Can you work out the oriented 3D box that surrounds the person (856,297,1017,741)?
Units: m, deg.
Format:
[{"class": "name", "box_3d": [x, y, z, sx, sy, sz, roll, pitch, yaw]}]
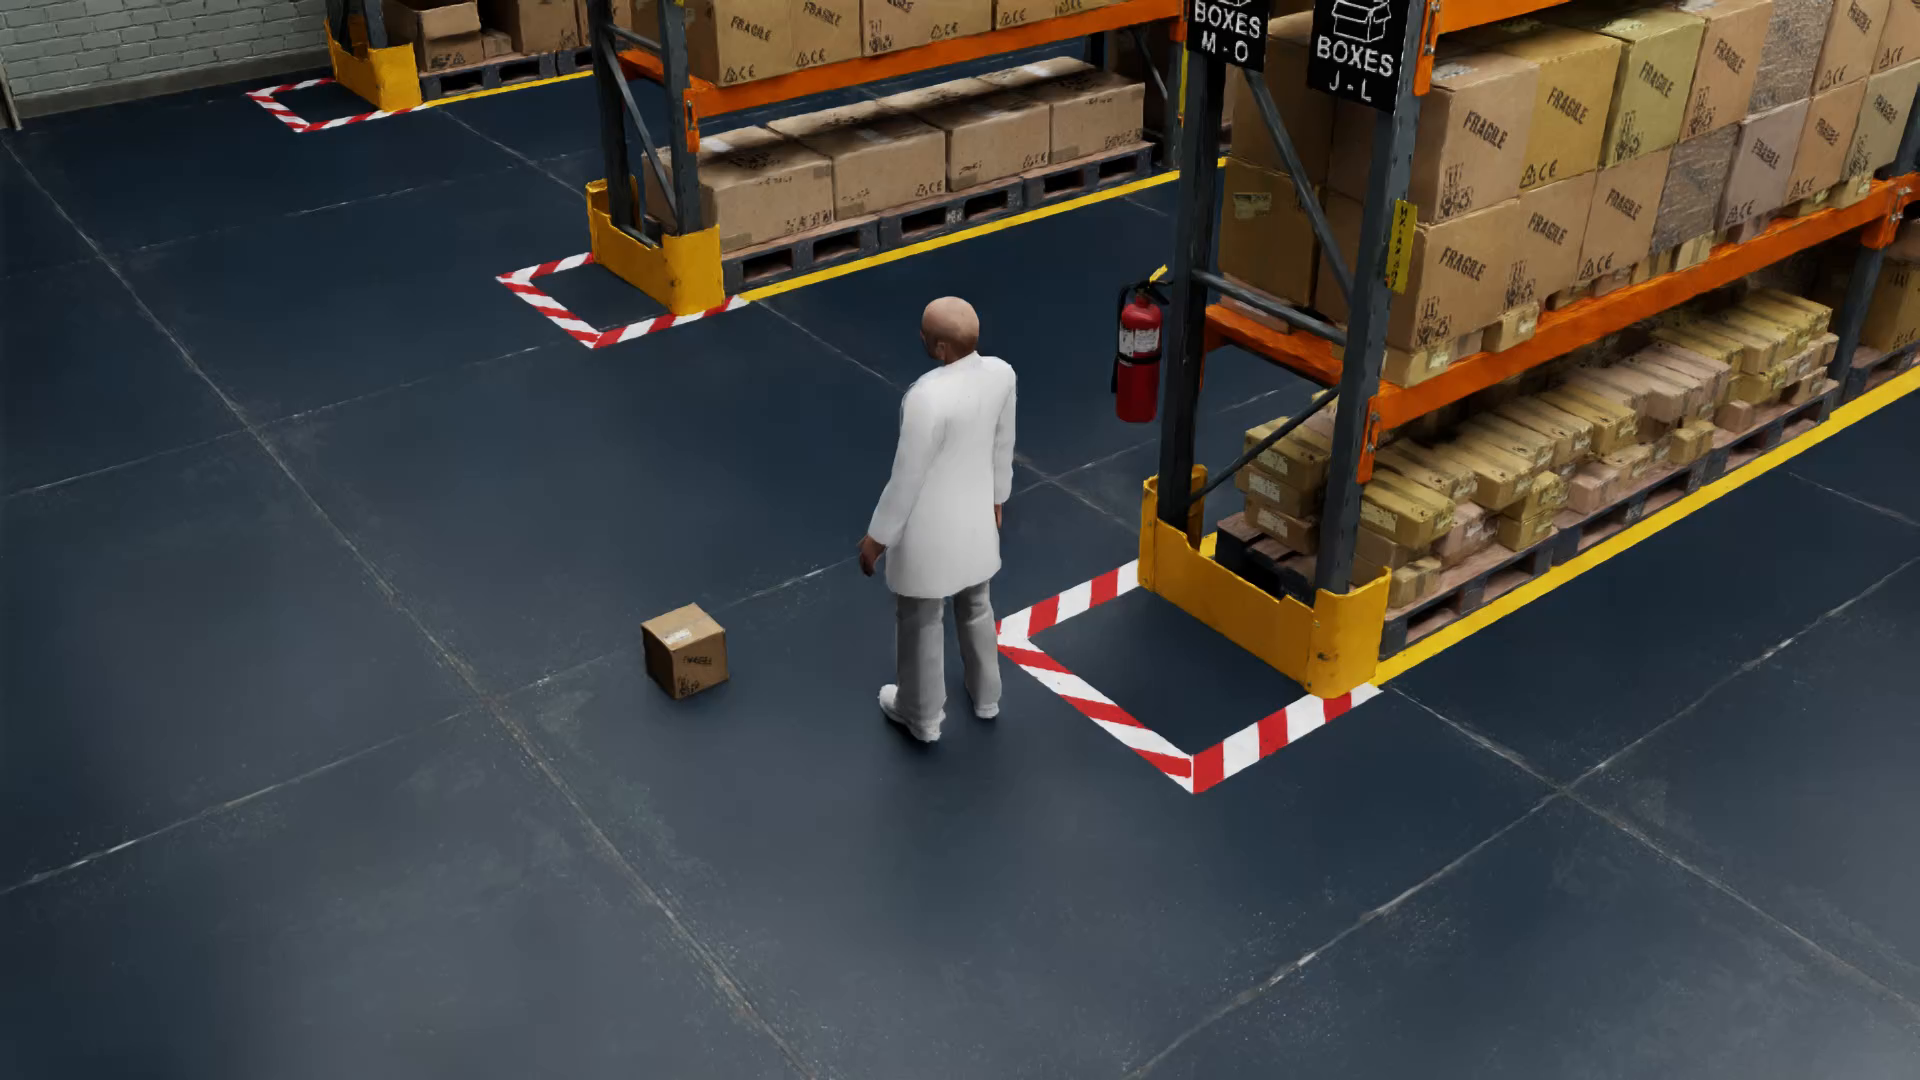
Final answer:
[{"class": "person", "box_3d": [-0.088, -0.074, 6.211, 0.429, 1.793, 0.688, 25, 40, 35]}]
